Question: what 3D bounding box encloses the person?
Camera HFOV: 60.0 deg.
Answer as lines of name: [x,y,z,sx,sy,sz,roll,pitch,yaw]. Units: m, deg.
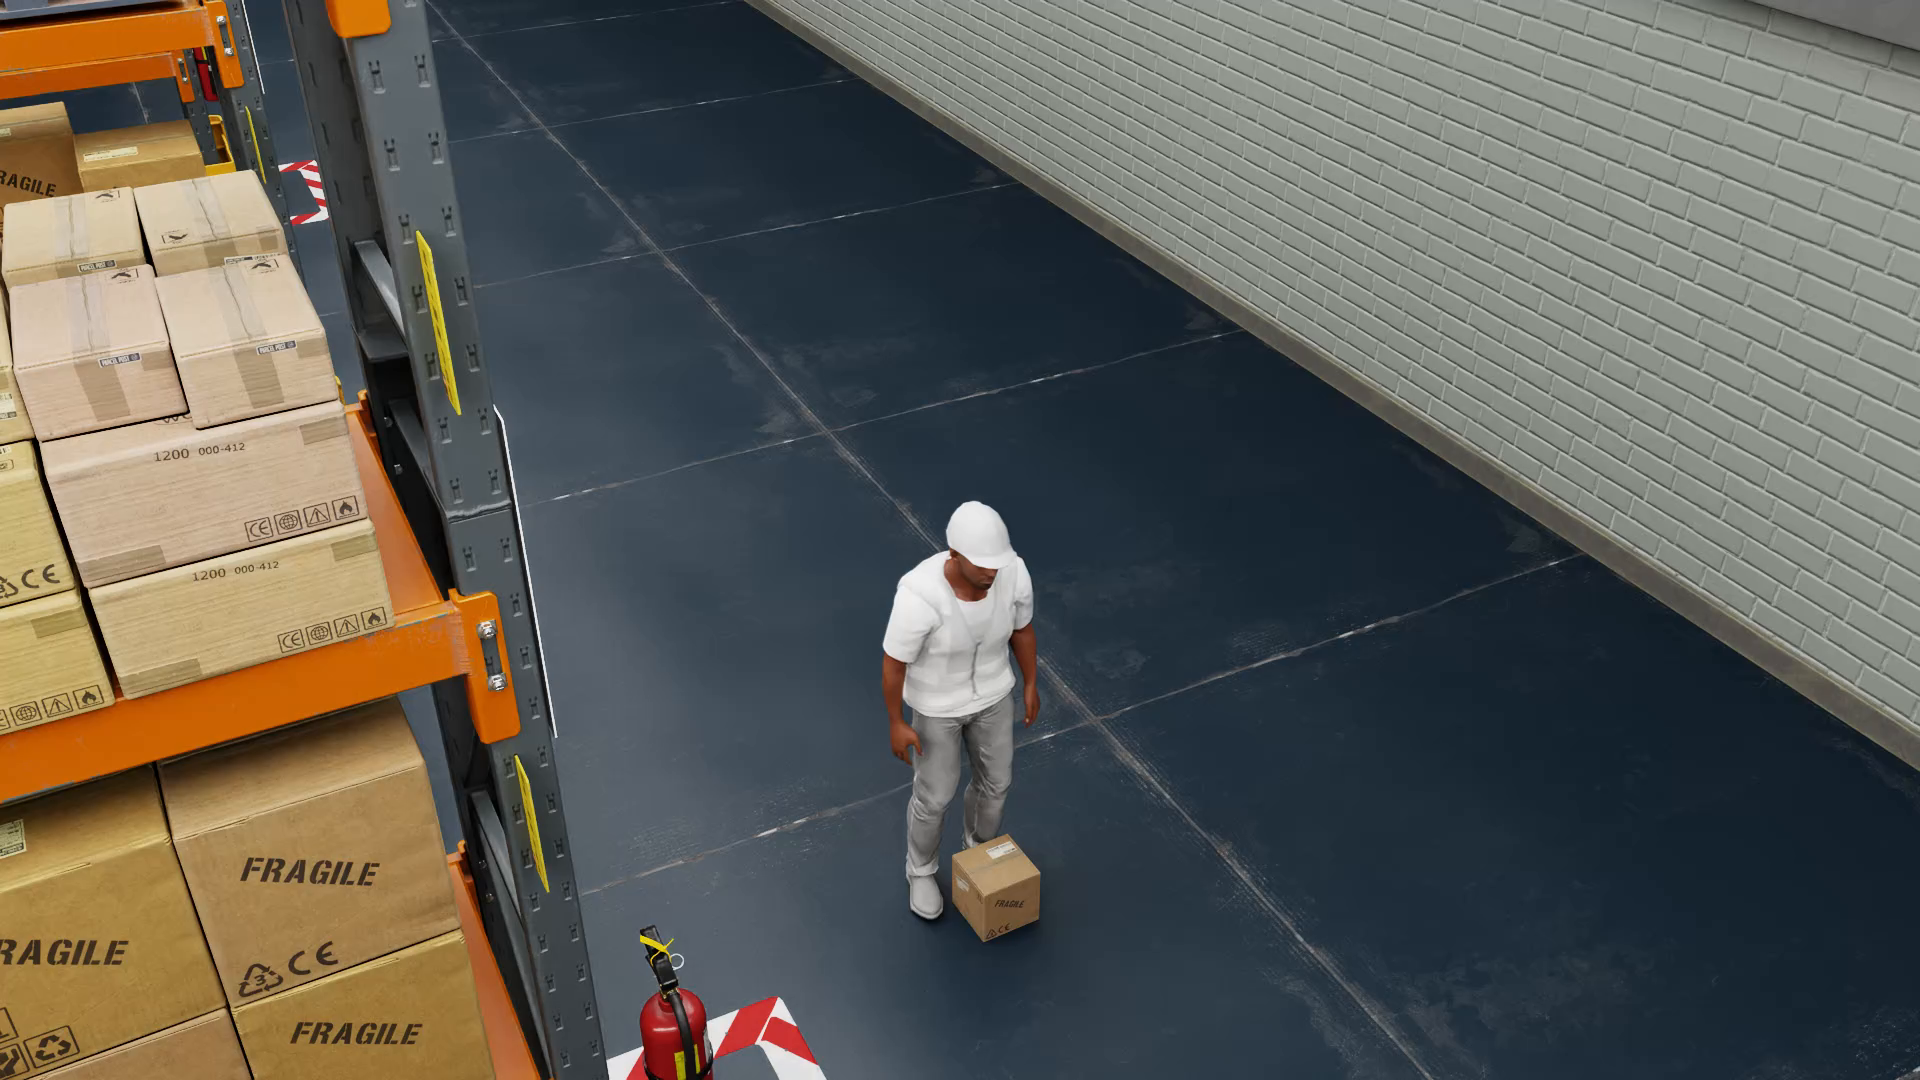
person: [0.016,0.604,6.186,0.628,1.761,0.457,-16,36,-23]
